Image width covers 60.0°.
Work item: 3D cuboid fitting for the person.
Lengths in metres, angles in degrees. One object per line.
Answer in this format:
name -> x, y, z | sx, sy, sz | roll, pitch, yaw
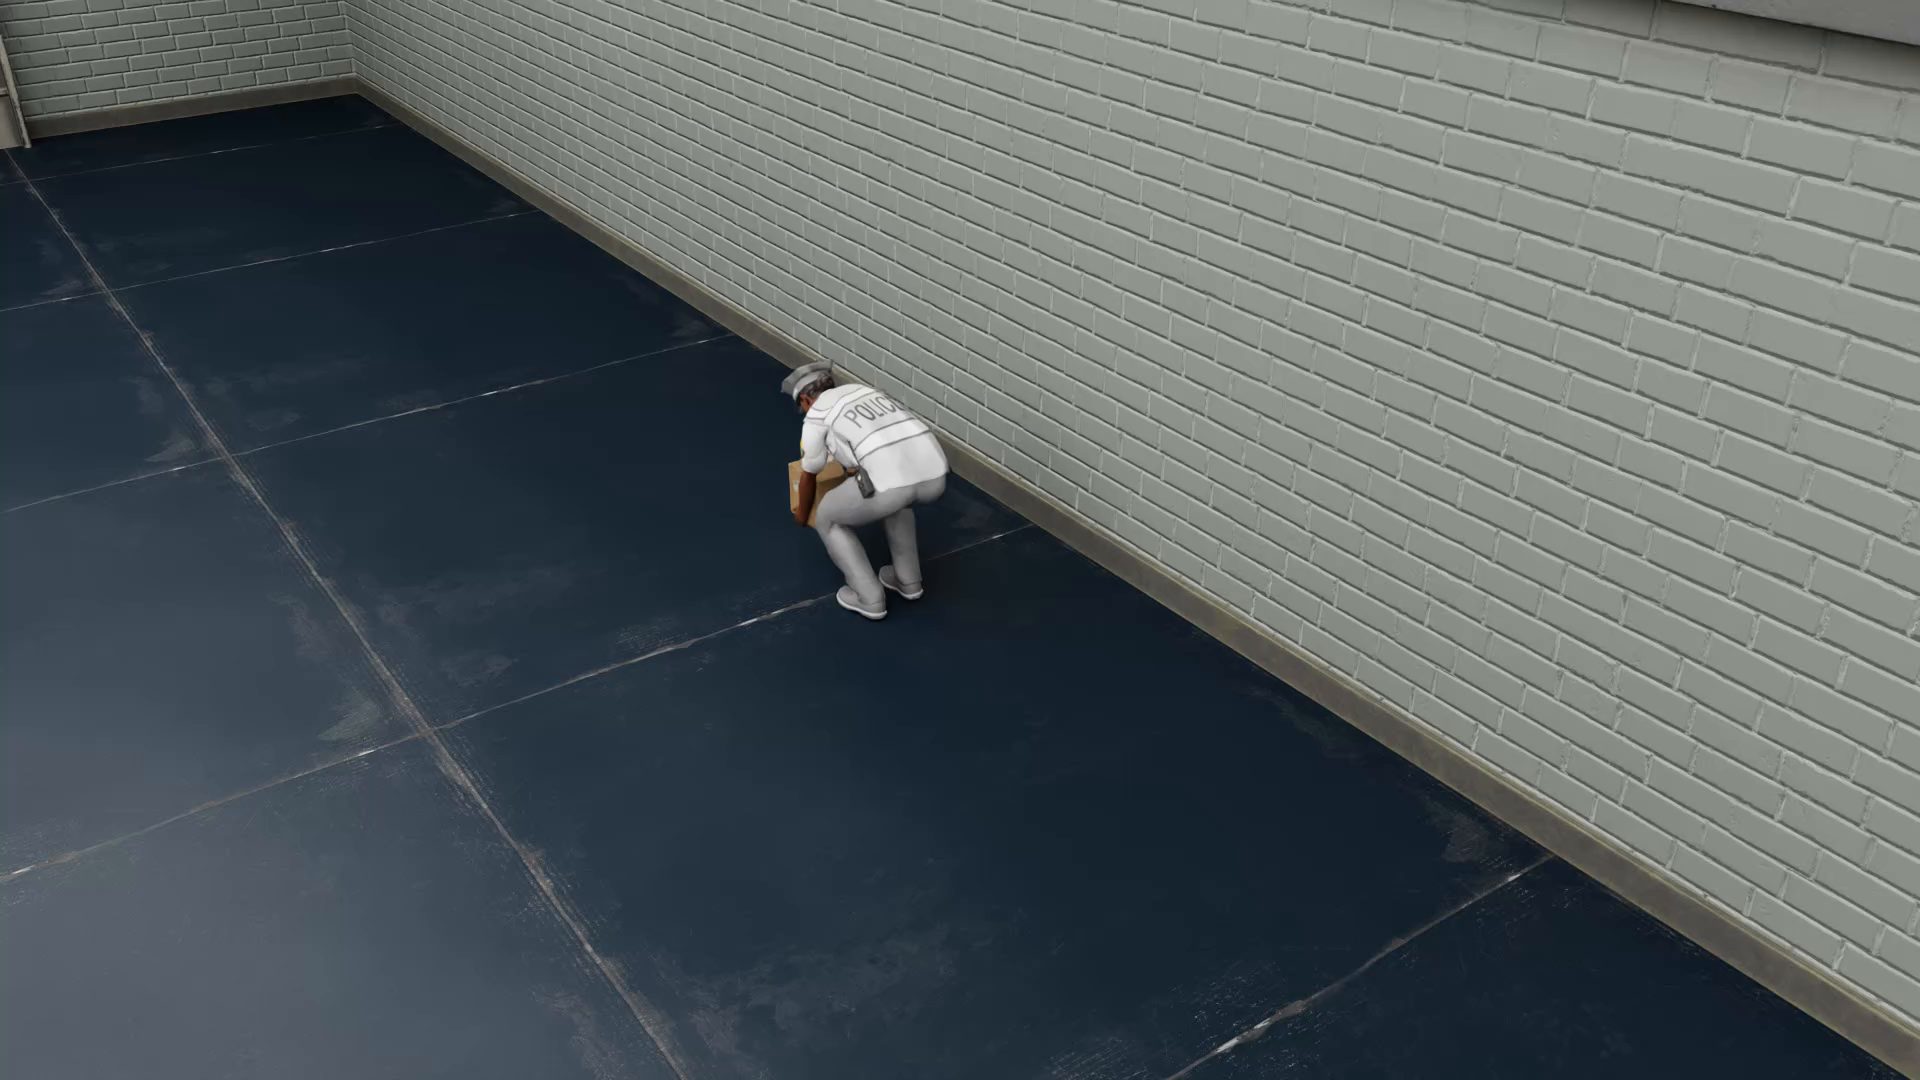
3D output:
person -> -0.436, -0.227, 7.244 | 0.463, 0.989, 0.927 | -21, 35, -33
